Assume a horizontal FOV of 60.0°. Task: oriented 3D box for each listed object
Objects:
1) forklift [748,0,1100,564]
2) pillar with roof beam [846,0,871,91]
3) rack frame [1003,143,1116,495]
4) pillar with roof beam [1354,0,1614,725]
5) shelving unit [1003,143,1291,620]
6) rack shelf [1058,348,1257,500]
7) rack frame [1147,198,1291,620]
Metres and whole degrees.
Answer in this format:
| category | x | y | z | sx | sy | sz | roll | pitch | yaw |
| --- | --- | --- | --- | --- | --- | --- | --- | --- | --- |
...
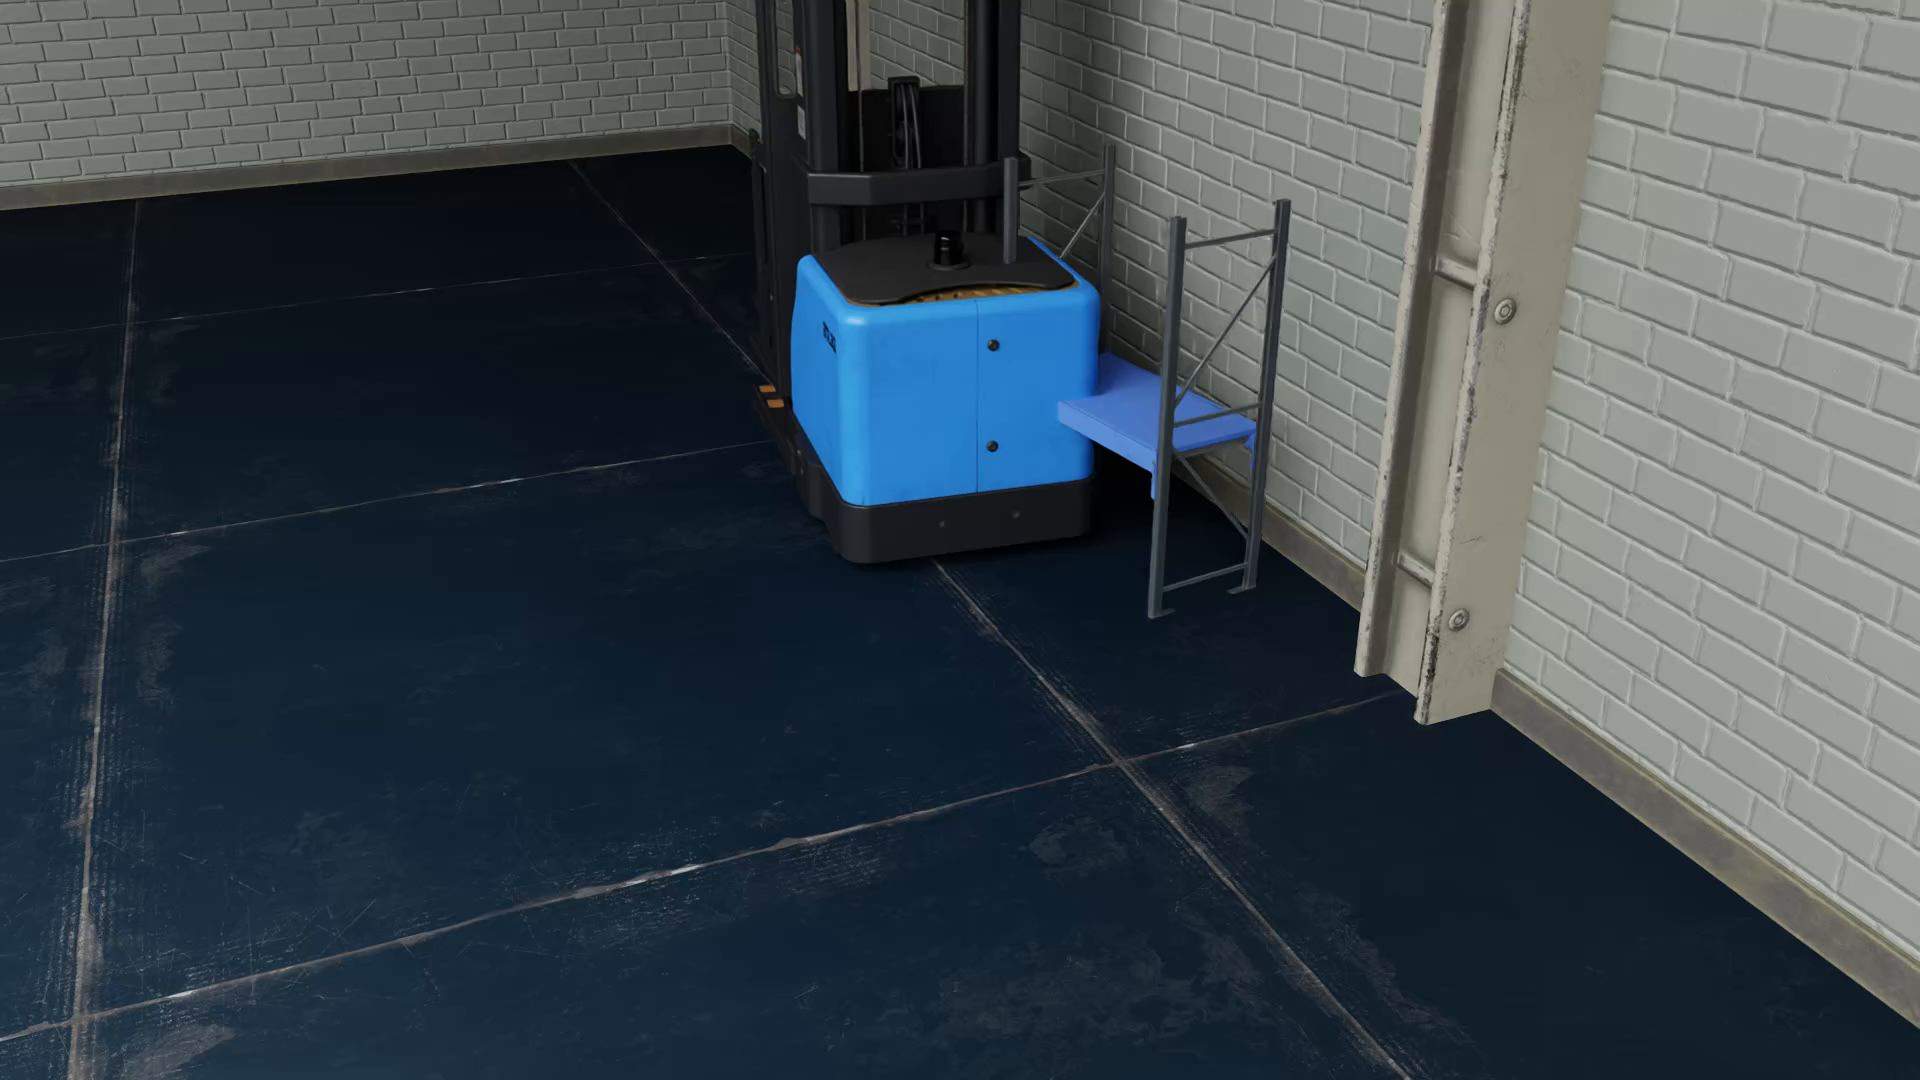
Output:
| category | x | y | z | sx | sy | sz | roll | pitch | yaw |
| --- | --- | --- | --- | --- | --- | --- | --- | --- | --- |
| forklift | -0.361 | -1.852 | 7.202 | 1.130 | 2.935 | 3.031 | -7 | 27 | -15 |
| pillar with roof beam | -4.717 | -5.219 | 7.183 | 9.100 | 9.000 | 0.400 | -11 | 28 | -21 |
| rack frame | 0.386 | -0.820 | 6.722 | 0.500 | 1.500 | 0.032 | -15 | 29 | -28 |
| pillar with roof beam | -2.367 | -2.797 | 2.222 | 9.100 | 9.000 | 0.400 | -11 | 28 | -21 |
| shelving unit | 0.652 | -0.632 | 6.331 | 0.538 | 1.500 | 1.048 | -15 | 29 | -28 |
| rack shelf | 0.651 | -0.469 | 6.409 | 0.538 | 0.185 | 1.000 | -15 | 29 | -28 |
| rack frame | 0.917 | -0.443 | 5.941 | 0.500 | 1.500 | 0.032 | -15 | 29 | -28 |
